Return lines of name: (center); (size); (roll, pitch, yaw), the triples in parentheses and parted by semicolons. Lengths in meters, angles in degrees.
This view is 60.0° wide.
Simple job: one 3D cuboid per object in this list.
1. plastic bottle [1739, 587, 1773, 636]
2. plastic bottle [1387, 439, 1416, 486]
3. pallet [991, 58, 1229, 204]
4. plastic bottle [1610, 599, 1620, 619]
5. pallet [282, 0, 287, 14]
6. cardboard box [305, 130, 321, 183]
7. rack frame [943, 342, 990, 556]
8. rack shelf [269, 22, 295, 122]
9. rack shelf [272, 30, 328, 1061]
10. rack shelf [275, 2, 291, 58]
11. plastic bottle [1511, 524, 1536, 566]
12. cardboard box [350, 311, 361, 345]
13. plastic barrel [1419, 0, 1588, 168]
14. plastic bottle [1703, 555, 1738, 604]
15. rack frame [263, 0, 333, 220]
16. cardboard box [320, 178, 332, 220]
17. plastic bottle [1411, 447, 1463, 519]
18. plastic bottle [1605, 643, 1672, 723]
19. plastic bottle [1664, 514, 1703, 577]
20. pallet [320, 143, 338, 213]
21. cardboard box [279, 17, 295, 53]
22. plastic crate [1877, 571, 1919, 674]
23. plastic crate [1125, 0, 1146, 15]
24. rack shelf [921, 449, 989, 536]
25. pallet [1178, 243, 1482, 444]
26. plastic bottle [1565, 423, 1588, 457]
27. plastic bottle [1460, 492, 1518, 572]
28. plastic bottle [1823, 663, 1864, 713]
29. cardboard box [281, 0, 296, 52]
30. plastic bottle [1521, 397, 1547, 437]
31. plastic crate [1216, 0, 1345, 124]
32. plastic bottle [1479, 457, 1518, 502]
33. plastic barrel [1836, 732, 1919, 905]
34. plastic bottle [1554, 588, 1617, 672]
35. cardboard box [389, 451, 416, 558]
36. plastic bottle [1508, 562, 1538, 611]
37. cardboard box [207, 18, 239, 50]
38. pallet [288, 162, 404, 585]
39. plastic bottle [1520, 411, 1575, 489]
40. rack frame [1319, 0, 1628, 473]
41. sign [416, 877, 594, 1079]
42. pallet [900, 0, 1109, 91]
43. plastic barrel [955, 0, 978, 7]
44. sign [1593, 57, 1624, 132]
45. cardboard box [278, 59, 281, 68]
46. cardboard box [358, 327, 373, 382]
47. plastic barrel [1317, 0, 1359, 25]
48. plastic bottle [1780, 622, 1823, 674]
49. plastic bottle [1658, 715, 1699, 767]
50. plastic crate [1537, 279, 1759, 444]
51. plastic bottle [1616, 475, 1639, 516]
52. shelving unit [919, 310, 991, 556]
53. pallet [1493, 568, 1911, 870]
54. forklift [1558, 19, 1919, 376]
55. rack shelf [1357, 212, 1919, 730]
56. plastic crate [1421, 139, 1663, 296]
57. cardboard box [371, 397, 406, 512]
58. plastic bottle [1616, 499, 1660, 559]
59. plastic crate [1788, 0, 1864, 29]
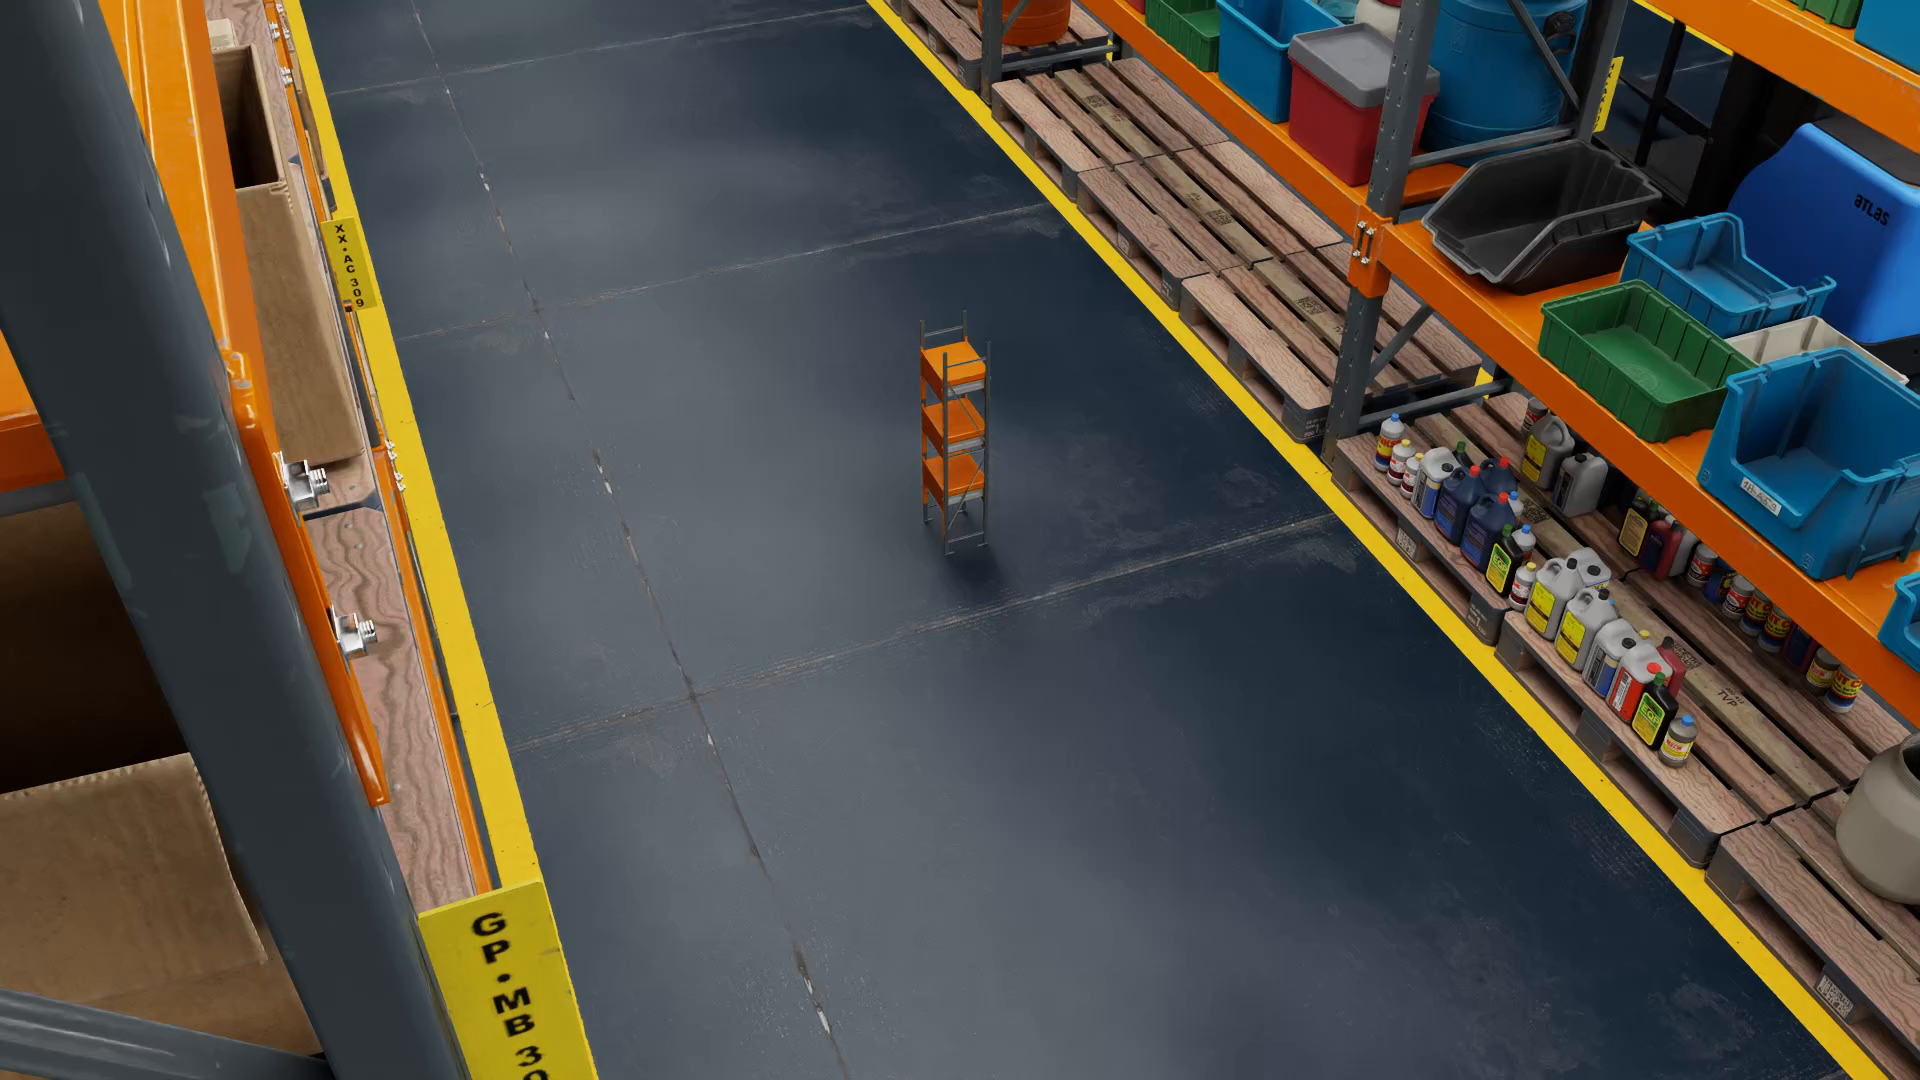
plastic bottle: (3.102, 0.241, 6.424); (0.097, 0.271, 0.097); (0, 41, 0)
plastic bottle: (1.902, -0.343, 7.157); (0.097, 0.201, 0.097); (0, 41, 0)
pallet: (0.876, -2.475, 9.967); (1.003, 0.211, 1.213); (-15, 43, -17)
plastic bottle: (2.473, 0.310, 6.398); (0.097, 0.201, 0.097); (0, 41, 0)
pallet: (-5.146, -3.647, 11.329); (1.003, 0.211, 1.213); (-15, 43, -17)
cardboard box: (-3.534, -1.851, 8.458); (0.500, 0.311, 0.500); (-14, 43, -16)
rack frame: (0.026, -0.357, 6.860); (0.200, 1.050, 0.008); (-15, 43, -17)
rack shelf: (-3.197, -2.435, 6.032); (1.077, 0.370, 4.000); (-15, 43, -17)
rack shelf: (-1.666, -0.026, 3.230); (1.077, 0.370, 4.000); (-15, 43, -17)
rack shelf: (-4.727, -3.707, 9.812); (1.077, 0.370, 4.000); (-15, 43, -17)
plastic bottle: (2.235, 0.051, 6.645); (0.097, 0.271, 0.097); (0, 41, 0)
cardboard box: (-2.949, -0.932, 7.390); (0.500, 0.311, 0.500); (-14, 43, -16)
plastic barrel: (2.278, -2.098, 7.004); (0.600, 0.901, 0.708); (-15, 43, -17)
plastic bottle: (3.024, 0.119, 6.566); (0.097, 0.271, 0.097); (0, 41, 0)
rack frame: (-3.962, -2.775, 8.177); (1.000, 3.000, 0.127); (-15, 43, -17)
cardboard box: (-3.535, -1.636, 8.639); (0.500, 0.250, 0.500); (-14, 43, -16)
plastic bottle: (2.012, -0.244, 6.985); (0.152, 0.276, 0.135); (-14, 43, -15)
plastic bottle: (2.498, 0.521, 6.096); (0.152, 0.276, 0.135); (-15, 43, -17)
plastic bottle: (2.915, -0.008, 6.711); (0.152, 0.276, 0.135); (-14, 43, -16)
pallet: (-4.213, -2.177, 9.620); (1.003, 0.211, 1.213); (-15, 43, -17)
cardboard box: (-4.078, -2.654, 9.615); (0.500, 0.500, 0.500); (-17, 43, -18)
plastic crate: (2.966, 0.247, 4.776); (0.499, 0.251, 0.408); (-15, 43, -17)
plastic crate: (0.951, -2.983, 8.370); (0.402, 0.464, 0.583); (-15, 43, -17)
rack shelf: (-0.020, -0.212, 7.133); (0.215, 0.259, 0.240); (-15, 43, -17)
pallet: (1.810, -1.005, 8.257); (1.003, 0.211, 1.213); (-15, 43, -17)
plastic bottle: (2.659, -0.446, 7.162); (0.144, 0.351, 0.185); (-16, 43, -18)
plastic bottle: (2.144, -0.058, 6.711); (0.144, 0.351, 0.185); (-17, 43, -19)
plastic bottle: (3.271, 0.508, 6.114); (0.097, 0.271, 0.097); (0, 41, 0)
cardboard box: (-4.469, -3.270, 10.332); (0.500, 0.500, 0.500); (-17, 43, -18)
plastic bottle: (2.573, -0.564, 7.414); (0.097, 0.201, 0.097); (0, 41, 0)
plastic crate: (1.437, -2.180, 7.497); (0.392, 0.384, 0.575); (-15, 43, -17)
plastic bottle: (2.205, -0.208, 6.885); (0.144, 0.351, 0.185); (-15, 43, -17)
plastic barrel: (3.163, 0.915, 5.471); (0.421, 0.512, 0.421); (0, 41, 0)
plastic bottle: (2.378, 0.310, 6.283); (0.144, 0.351, 0.185); (-13, 42, -15)
cardboard box: (-2.551, -0.096, 6.847); (0.500, 0.250, 0.500); (-14, 43, -16)
plastic bottle: (2.231, 0.175, 6.555); (0.097, 0.201, 0.097); (0, 41, 0)
cardboard box: (-1.717, -0.962, 3.530); (0.380, 0.149, 0.250); (-15, 43, -17)
pallet: (-1.618, -0.228, 2.982); (1.003, 0.211, 1.213); (-15, 43, -17)
plastic bottle: (2.526, -0.410, 7.120); (0.144, 0.351, 0.185); (-15, 43, -17)
rack frame: (2.146, -1.599, 6.809); (1.000, 3.000, 0.127); (-15, 43, -17)
sign: (-0.386, 0.410, 1.441); (0.100, 0.325, 0.005); (-15, 43, -17)
pallet: (0.276, -3.416, 11.061); (1.003, 0.211, 1.213); (-15, 43, -17)
plastic barrel: (0.114, -3.833, 10.993); (0.421, 0.512, 0.421); (0, 41, 0)
sign: (2.659, -1.835, 6.871); (0.100, 0.325, 0.005); (-15, 43, -17)
cardboard box: (-3.363, -2.207, 7.709); (0.380, 0.149, 0.250); (-15, 43, -17)
cardboard box: (-2.946, -0.714, 7.566); (0.500, 0.250, 0.500); (-14, 43, -16)
plastic barrel: (1.782, -2.382, 7.826); (0.301, 0.262, 0.301); (0, 41, 0)
plastic bottle: (3.201, 0.363, 6.274); (0.061, 0.283, 0.133); (-14, 43, -16)
plastic bottle: (2.569, 0.708, 5.935); (0.097, 0.201, 0.097); (0, 41, 0)
plastic crate: (2.405, -0.631, 5.845); (0.450, 0.188, 0.662); (-15, 43, -17)
plastic bottle: (2.833, -0.217, 6.947); (0.061, 0.283, 0.133); (-12, 42, -14)
shelving unit: (-0.020, -0.430, 6.945); (0.215, 1.050, 0.252); (-15, 43, -17)
pallet: (2.835, 0.609, 6.380); (1.003, 0.211, 1.213); (-15, 43, -17)
forklift: (4.261, -2.821, 8.283); (1.130, 2.935, 3.031); (-12, 42, -13)
rack shelf: (2.912, -0.122, 5.643); (1.077, 0.370, 4.000); (-15, 43, -17)
plastic crate: (2.229, -1.229, 6.426); (0.767, 0.338, 0.504); (-15, 43, -17)
cardboard box: (-2.546, -0.309, 6.666); (0.500, 0.311, 0.500); (-16, 43, -17)
plastic bottle: (2.771, -0.069, 6.775); (0.061, 0.283, 0.133); (-15, 43, -17)
plastic crate: (2.499, -1.638, 4.716); (0.336, 0.188, 0.450); (-15, 43, -17)
